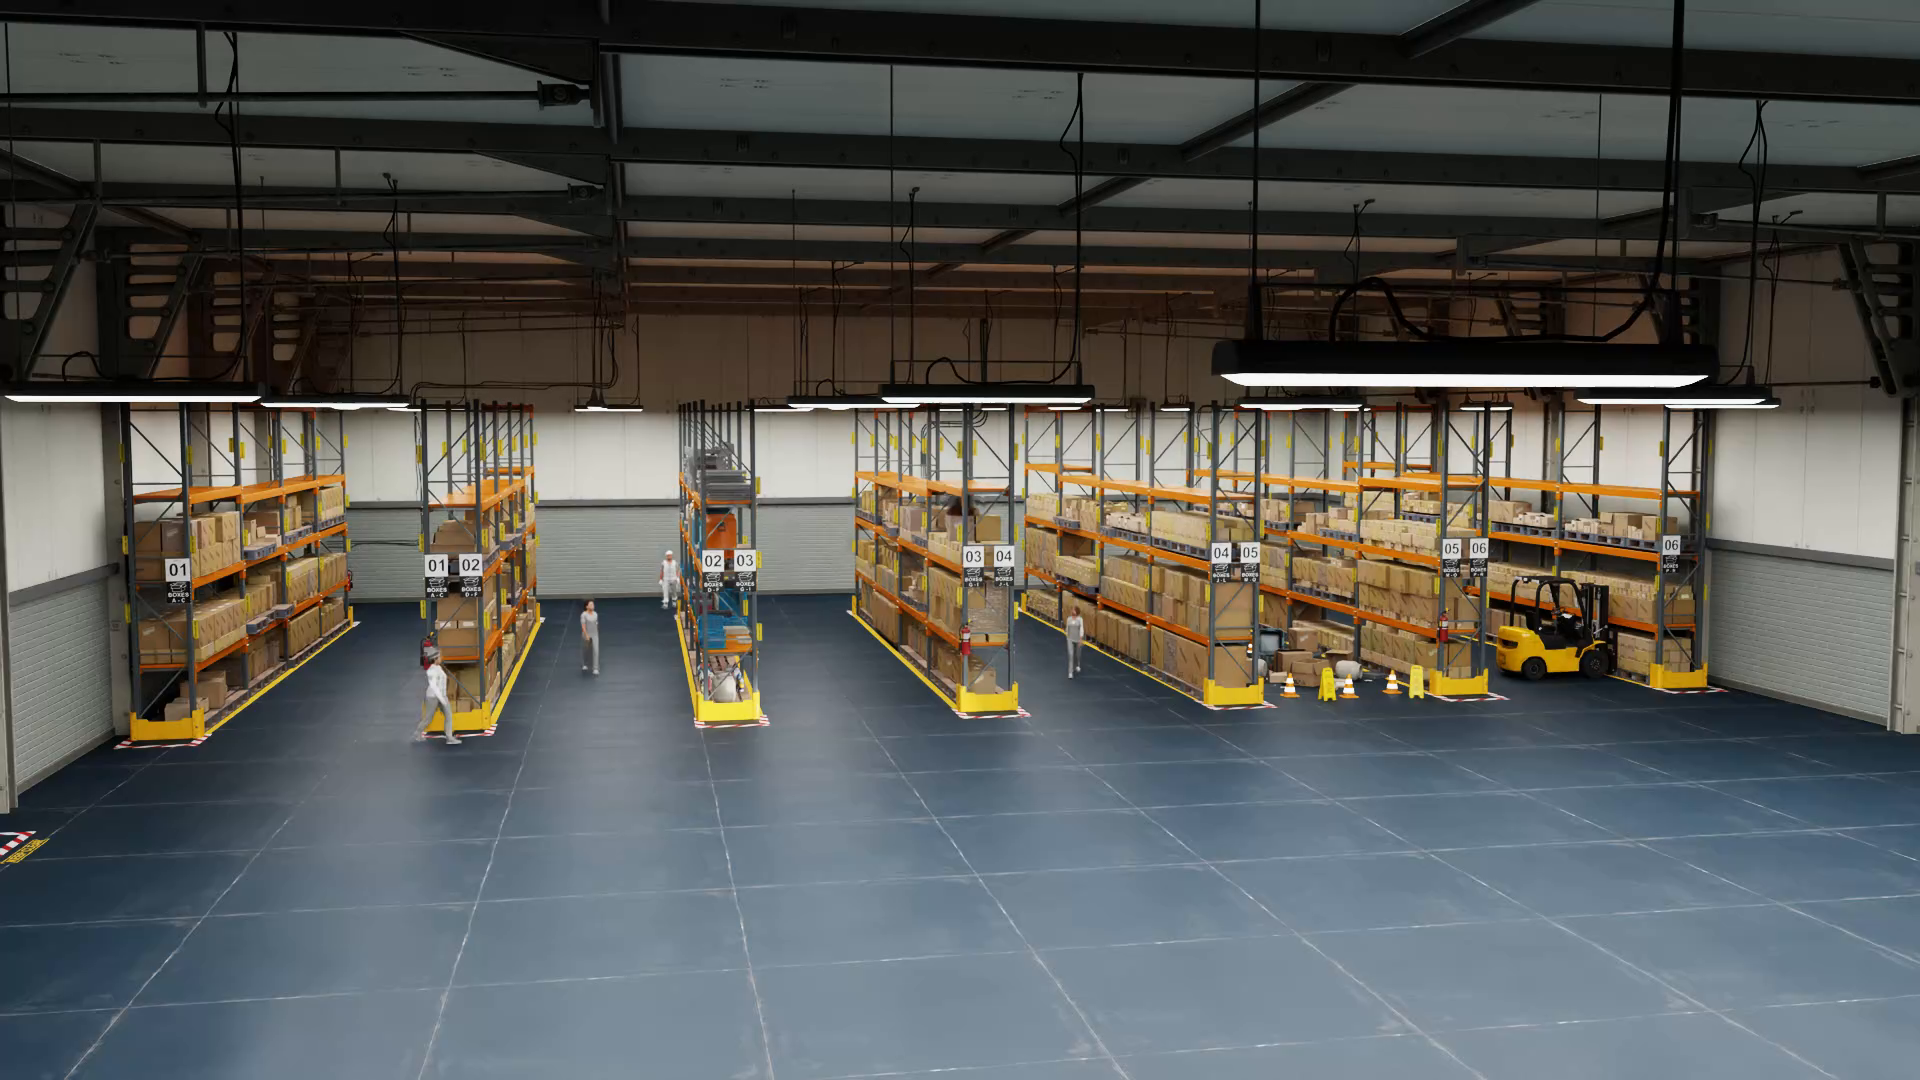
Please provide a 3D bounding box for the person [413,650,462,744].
[{"bbox_3d":[-9.088,2.724,28.861,0.932,1.643,0.491,1,5,17],"label":"person"}]

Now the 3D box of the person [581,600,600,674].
[{"bbox_3d":[-8.192,2.130,36.799,0.408,1.621,1.015,-1,5,-19],"label":"person"}]

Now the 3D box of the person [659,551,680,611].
[{"bbox_3d":[-8.487,1.183,48.547,0.611,1.735,1.094,0,4,-5],"label":"person"}]

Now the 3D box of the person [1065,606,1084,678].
[{"bbox_3d":[2.498,2.207,36.316,0.402,1.534,0.886,0,4,2],"label":"person"}]
